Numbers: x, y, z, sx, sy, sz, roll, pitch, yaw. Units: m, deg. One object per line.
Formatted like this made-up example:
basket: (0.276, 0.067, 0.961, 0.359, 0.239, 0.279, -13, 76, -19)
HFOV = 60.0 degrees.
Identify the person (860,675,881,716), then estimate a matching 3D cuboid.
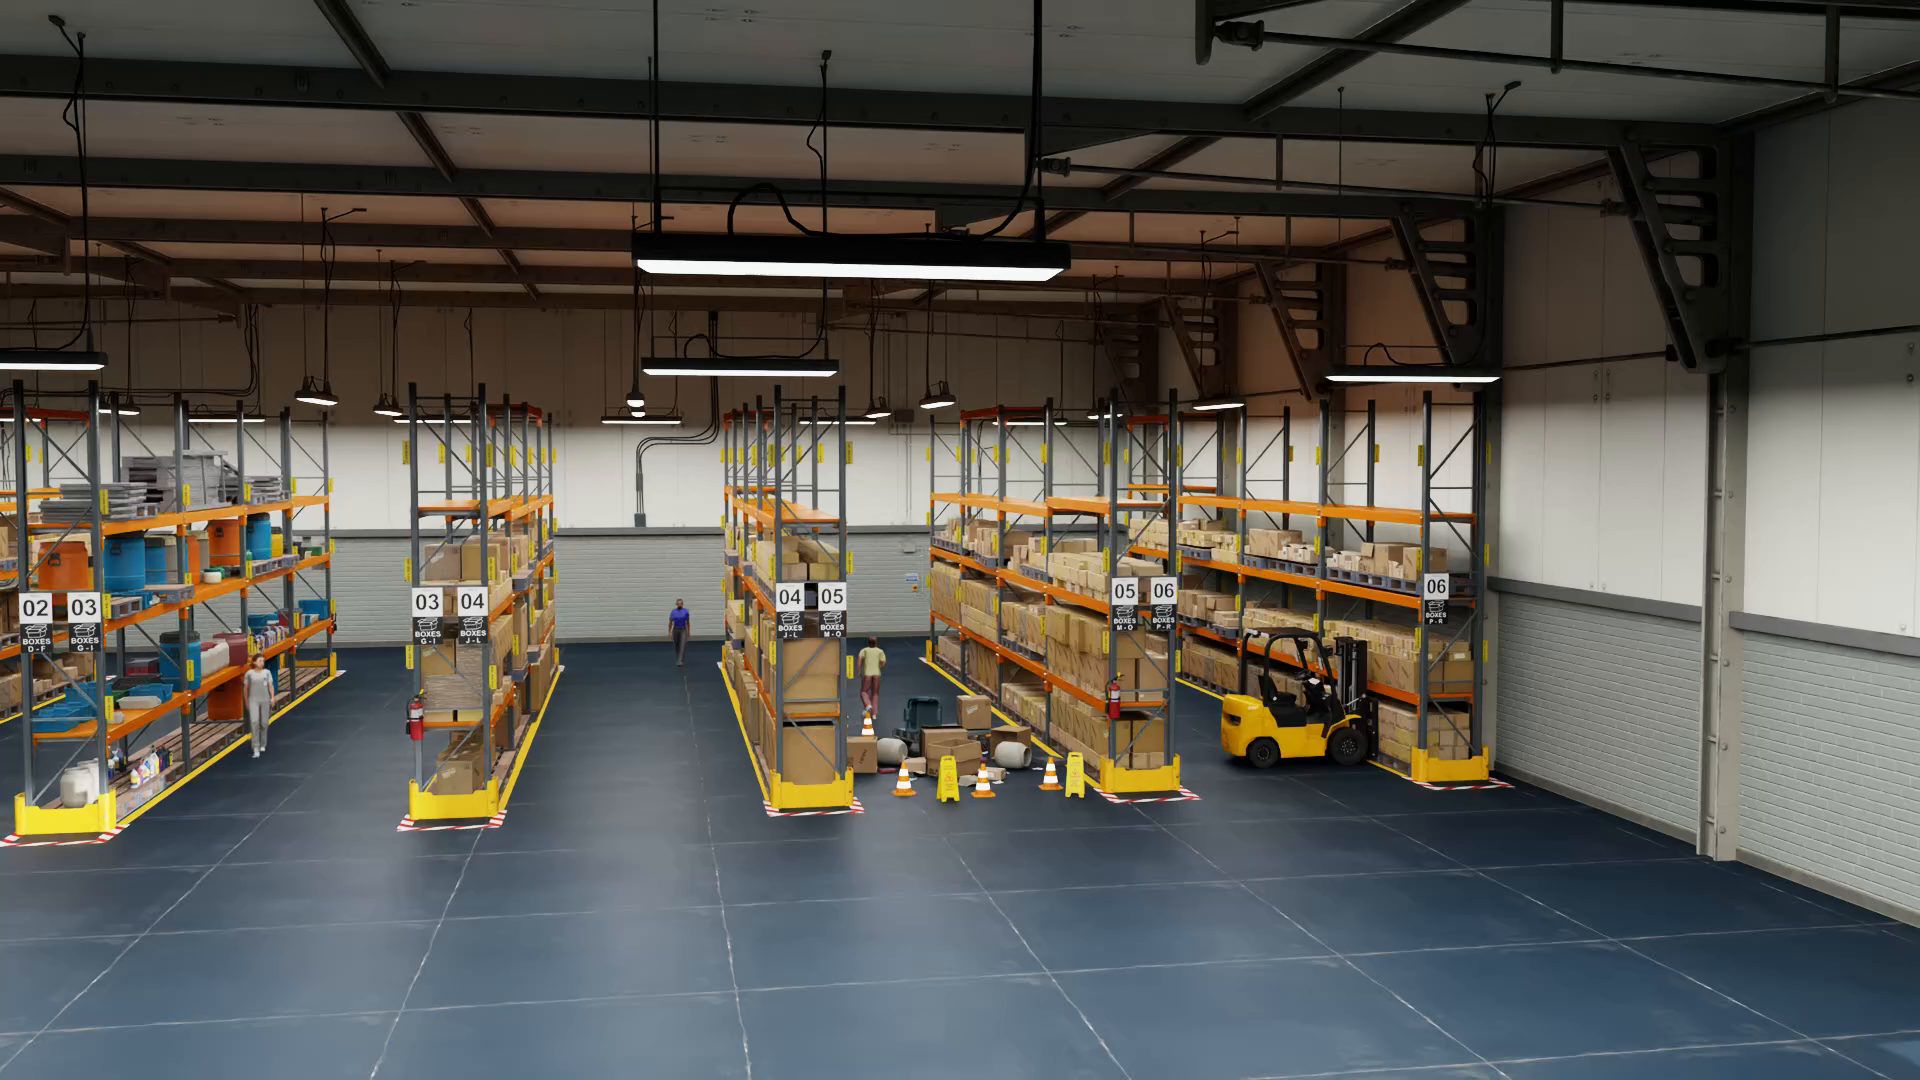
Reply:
person: (-1.701, 2.907, 31.755, 0.387, 0.893, 0.492, 0, 3, -9)

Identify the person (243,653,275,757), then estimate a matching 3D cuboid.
person: (-11.745, 2.762, 27.948, 0.460, 1.677, 0.722, -2, 4, -36)

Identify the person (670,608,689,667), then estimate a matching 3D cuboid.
person: (-6.656, 2.288, 39.385, 0.448, 1.422, 0.911, 0, 3, -3)
